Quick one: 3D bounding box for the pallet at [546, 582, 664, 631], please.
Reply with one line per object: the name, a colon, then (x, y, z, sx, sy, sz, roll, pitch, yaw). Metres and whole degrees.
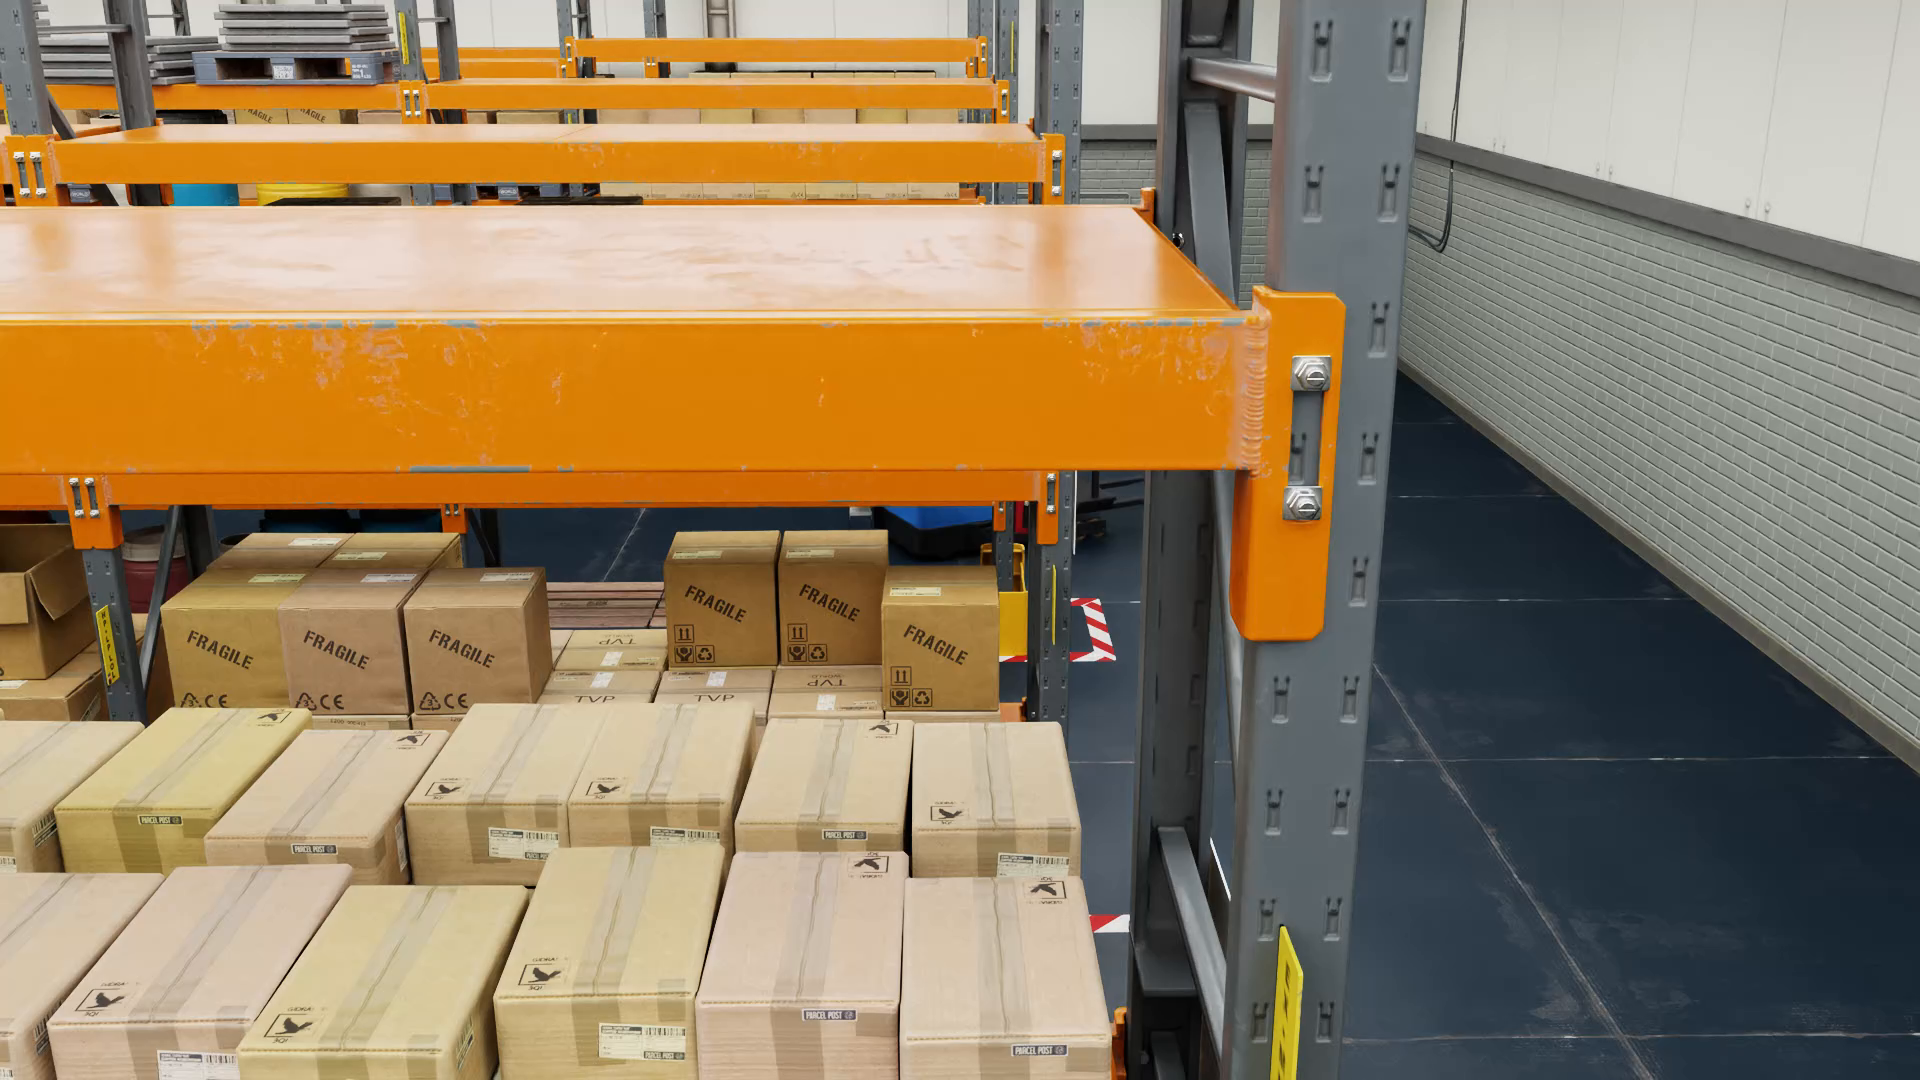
pallet: (-2.943, 0.590, 12.861, 1.213, 0.211, 1.003, 0, 18, -1)

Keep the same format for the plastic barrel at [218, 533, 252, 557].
plastic barrel: (-5.496, 0.239, 12.777, 0.421, 0.512, 0.421, 0, 18, 0)

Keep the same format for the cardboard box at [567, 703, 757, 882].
cardboard box: (-0.478, 0.409, 2.726, 0.250, 0.149, 0.380, 0, 18, -1)

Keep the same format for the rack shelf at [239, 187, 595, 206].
rack shelf: (-5.752, -3.311, 16.725, 4.000, 0.370, 1.077, 0, 18, -1)

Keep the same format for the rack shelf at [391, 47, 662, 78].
rack shelf: (-5.834, -6.062, 21.044, 4.000, 0.370, 1.077, 0, 18, -1)

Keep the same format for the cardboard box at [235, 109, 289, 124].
cardboard box: (-6.805, -4.170, 16.425, 0.500, 0.500, 0.500, 0, 18, -1)

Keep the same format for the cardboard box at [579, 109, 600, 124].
cardboard box: (-4.716, -5.462, 21.371, 0.500, 0.500, 0.700, -1, 18, -4)

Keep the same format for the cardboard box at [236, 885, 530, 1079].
cardboard box: (-0.717, 0.600, 2.129, 0.250, 0.149, 0.380, 0, 18, 0)

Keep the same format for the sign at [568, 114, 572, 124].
sign: (-3.740, -3.927, 15.978, 0.005, 0.325, 0.100, 0, 18, -1)

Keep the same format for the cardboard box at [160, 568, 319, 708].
cardboard box: (-3.116, 0.439, 7.299, 0.500, 0.500, 0.500, 0, 18, -1)

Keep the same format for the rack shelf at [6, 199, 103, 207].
rack shelf: (-9.751, -3.292, 16.665, 4.000, 0.370, 1.077, 0, 18, -1)

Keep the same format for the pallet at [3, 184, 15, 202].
pallet: (-9.547, -3.517, 16.499, 1.213, 0.211, 1.003, 1, 18, 2)

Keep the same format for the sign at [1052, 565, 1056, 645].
sign: (0.395, 0.273, 7.002, 0.005, 0.325, 0.100, 0, 18, -1)

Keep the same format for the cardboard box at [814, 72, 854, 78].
cardboard box: (-1.584, -5.638, 20.967, 0.500, 0.500, 0.500, -1, 18, -3)

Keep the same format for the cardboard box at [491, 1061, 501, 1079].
cardboard box: (-0.590, 0.775, 2.238, 0.500, 0.250, 0.500, -1, 18, -2)

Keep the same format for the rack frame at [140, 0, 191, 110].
rack frame: (-7.751, -5.072, 16.127, 0.127, 3.000, 1.000, 0, 18, -1)

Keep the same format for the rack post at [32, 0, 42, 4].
rack post: (-6.900, -3.839, 11.437, 0.986, 0.289, 0.624, 0, 18, -1)

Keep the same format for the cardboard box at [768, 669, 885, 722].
cardboard box: (-0.587, 0.787, 7.443, 0.500, 0.250, 0.500, -1, 18, -2)

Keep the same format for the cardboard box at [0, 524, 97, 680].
cardboard box: (-4.238, 0.271, 7.486, 0.637, 0.503, 0.797, -1, 18, -2)

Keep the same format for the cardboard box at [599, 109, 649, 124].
cardboard box: (-3.266, -4.201, 16.521, 0.500, 0.500, 0.700, 0, 18, -1)

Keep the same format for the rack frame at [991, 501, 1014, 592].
rack frame: (0.322, -0.741, 12.448, 0.127, 3.000, 1.000, 0, 18, -1)

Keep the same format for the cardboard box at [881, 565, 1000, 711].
cardboard box: (-0.083, 0.427, 7.337, 0.500, 0.500, 0.500, 0, 18, 0)

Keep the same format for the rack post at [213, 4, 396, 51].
rack post: (-4.520, -3.548, 11.500, 0.954, 0.300, 0.937, -1, 18, -2)

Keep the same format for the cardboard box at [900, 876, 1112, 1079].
cardboard box: (0.050, 0.593, 2.151, 0.250, 0.149, 0.380, 0, 18, -1)

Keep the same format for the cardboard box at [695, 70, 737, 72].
cardboard box: (-3.139, -5.784, 21.423, 0.500, 0.500, 0.500, 0, 18, -1)

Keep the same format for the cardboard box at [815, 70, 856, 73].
cardboard box: (-1.601, -5.796, 21.461, 0.500, 0.500, 0.500, 0, 18, -1)

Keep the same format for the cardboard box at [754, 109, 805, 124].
cardboard box: (-1.767, -4.213, 16.559, 0.500, 0.500, 0.700, 0, 18, -1)

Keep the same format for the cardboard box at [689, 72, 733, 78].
cardboard box: (-3.117, -5.627, 20.934, 0.500, 0.500, 0.500, 0, 18, -1)

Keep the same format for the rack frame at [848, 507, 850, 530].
rack frame: (-1.006, -0.455, 14.991, 0.006, 0.900, 0.240, -2, 18, -5)

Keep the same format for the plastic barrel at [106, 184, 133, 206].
plastic barrel: (-5.907, -2.450, 11.954, 0.433, 0.535, 0.433, 0, 18, 0)

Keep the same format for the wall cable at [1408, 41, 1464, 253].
wall cable: (5.826, -5.063, 21.183, 0.112, 2.526, 3.097, 0, 18, -1)

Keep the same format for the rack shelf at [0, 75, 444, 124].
rack shelf: (-5.677, -3.036, 11.612, 4.000, 0.370, 1.077, 0, 18, -1)

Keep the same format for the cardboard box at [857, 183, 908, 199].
cardboard box: (-0.762, -3.529, 16.473, 0.500, 0.250, 0.500, 0, 18, -1)

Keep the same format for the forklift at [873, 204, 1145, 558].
forklift: (0.761, -1.531, 15.023, 3.031, 2.935, 1.130, -9, 20, -26)

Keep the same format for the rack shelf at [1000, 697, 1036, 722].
rack shelf: (-1.600, 1.124, 7.812, 4.000, 0.370, 1.077, 0, 18, -1)

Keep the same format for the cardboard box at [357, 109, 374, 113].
cardboard box: (-7.359, -5.434, 21.281, 0.500, 0.500, 0.700, -2, 18, -5)

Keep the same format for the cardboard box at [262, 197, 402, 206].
cardboard box: (-2.659, -1.292, 7.012, 0.500, 0.250, 0.500, -1, 18, -4)

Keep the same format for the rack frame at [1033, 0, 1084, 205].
rack frame: (0.400, -2.085, 6.816, 0.127, 3.000, 1.000, 0, 18, -1)

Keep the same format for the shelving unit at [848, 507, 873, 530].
shelving unit: (-0.904, -0.457, 15.000, 0.210, 0.900, 0.258, -2, 18, -5)

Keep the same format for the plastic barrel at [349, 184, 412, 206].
plastic barrel: (-4.208, -2.489, 12.075, 0.433, 0.535, 0.433, 0, 18, 0)

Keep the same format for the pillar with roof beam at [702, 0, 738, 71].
pillar with roof beam: (-3.080, -5.557, 17.639, 0.400, 9.000, 9.100, 0, 18, -1)

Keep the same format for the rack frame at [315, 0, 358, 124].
rack frame: (-7.833, -6.585, 20.843, 0.127, 3.000, 1.000, 0, 18, -1)

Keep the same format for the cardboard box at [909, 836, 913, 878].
cardboard box: (-0.076, 0.615, 2.737, 0.500, 0.250, 0.500, 0, 18, 0)

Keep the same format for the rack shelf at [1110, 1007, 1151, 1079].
rack shelf: (-1.622, 1.211, 2.630, 4.000, 0.370, 1.077, 0, 18, -1)

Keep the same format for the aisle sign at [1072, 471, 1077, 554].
aisle sign: (0.477, -0.375, 7.050, 0.004, 0.787, 0.394, 0, 18, -1)

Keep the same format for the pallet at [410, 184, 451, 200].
pallet: (-5.442, -3.586, 16.713, 1.003, 0.211, 1.213, 0, 18, -1)

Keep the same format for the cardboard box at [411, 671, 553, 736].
cardboard box: (-2.110, 0.793, 7.423, 0.500, 0.250, 0.500, 0, 18, 1)

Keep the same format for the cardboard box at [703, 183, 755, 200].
cardboard box: (-2.262, -3.522, 16.450, 0.500, 0.250, 0.500, 0, 18, -1)

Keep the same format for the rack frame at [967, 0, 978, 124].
rack frame: (0.166, -6.624, 20.964, 0.127, 3.000, 1.000, 0, 18, -1)

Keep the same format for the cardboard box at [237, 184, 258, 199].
cardboard box: (-6.806, -3.706, 16.616, 0.500, 0.500, 0.910, 0, 18, -1)

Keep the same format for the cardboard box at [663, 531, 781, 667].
cardboard box: (-1.102, 0.271, 7.824, 0.500, 0.500, 0.500, -1, 18, -2)

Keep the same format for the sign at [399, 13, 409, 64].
sign: (-3.671, -3.311, 10.979, 0.005, 0.325, 0.100, 0, 18, -1)

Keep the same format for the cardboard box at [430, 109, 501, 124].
cardboard box: (-4.925, -3.968, 16.582, 0.600, 0.600, 0.600, 0, 18, -1)

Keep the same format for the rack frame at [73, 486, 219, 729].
rack frame: (-3.599, 0.791, 7.672, 0.127, 3.000, 1.000, 0, 18, -1)

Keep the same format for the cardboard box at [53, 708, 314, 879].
cardboard box: (-1.242, 0.416, 2.705, 0.250, 0.149, 0.380, 0, 18, 1)

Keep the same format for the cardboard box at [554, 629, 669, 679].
cardboard box: (-1.628, 0.631, 7.928, 0.500, 0.250, 0.500, -1, 18, -2)

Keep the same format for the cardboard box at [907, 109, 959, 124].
cardboard box: (-0.266, -4.199, 16.514, 0.500, 0.500, 0.700, 0, 18, -1)
